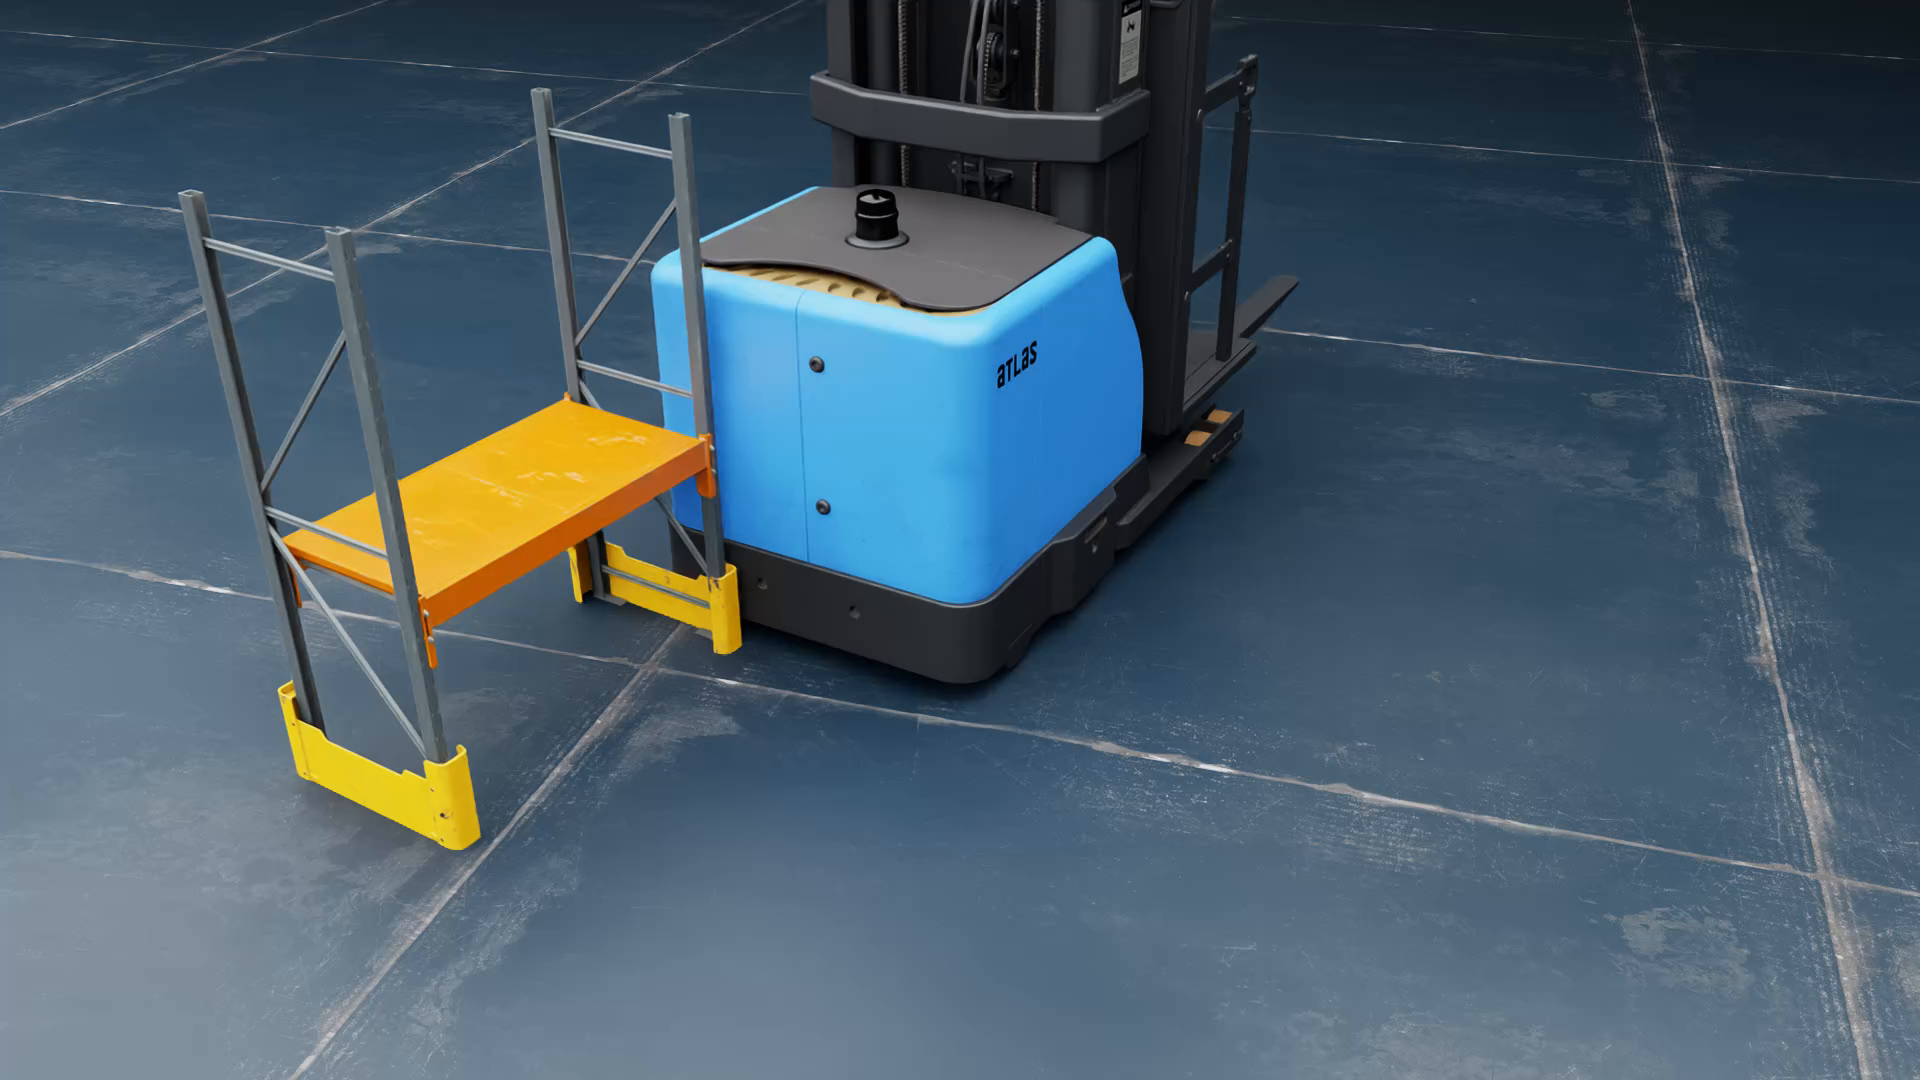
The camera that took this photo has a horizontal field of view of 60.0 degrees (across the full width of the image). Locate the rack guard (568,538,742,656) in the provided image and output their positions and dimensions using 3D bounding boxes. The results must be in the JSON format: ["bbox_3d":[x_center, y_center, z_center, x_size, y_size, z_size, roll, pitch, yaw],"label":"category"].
[{"bbox_3d":[-0.880,0.127,4.765,0.587,0.250,0.087,17,33,28],"label":"rack guard"}]

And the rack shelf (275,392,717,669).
[{"bbox_3d":[-1.140,-0.061,4.187,0.538,0.185,1.000,17,33,28],"label":"rack shelf"}]

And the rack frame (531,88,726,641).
[{"bbox_3d":[-0.870,-0.427,4.476,0.500,1.500,0.032,17,33,28],"label":"rack frame"}]

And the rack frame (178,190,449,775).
[{"bbox_3d":[-1.410,-0.009,3.723,0.500,1.500,0.032,17,33,28],"label":"rack frame"}]

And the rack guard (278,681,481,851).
[{"bbox_3d":[-1.409,0.537,4.027,0.587,0.250,0.087,17,33,28],"label":"rack guard"}]

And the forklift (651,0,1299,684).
[{"bbox_3d":[0.328,-1.583,5.080,1.130,2.935,3.031,15,33,25],"label":"forklift"}]

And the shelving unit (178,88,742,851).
[{"bbox_3d":[-1.144,-0.214,4.092,0.587,1.500,1.083,17,33,28],"label":"shelving unit"}]
